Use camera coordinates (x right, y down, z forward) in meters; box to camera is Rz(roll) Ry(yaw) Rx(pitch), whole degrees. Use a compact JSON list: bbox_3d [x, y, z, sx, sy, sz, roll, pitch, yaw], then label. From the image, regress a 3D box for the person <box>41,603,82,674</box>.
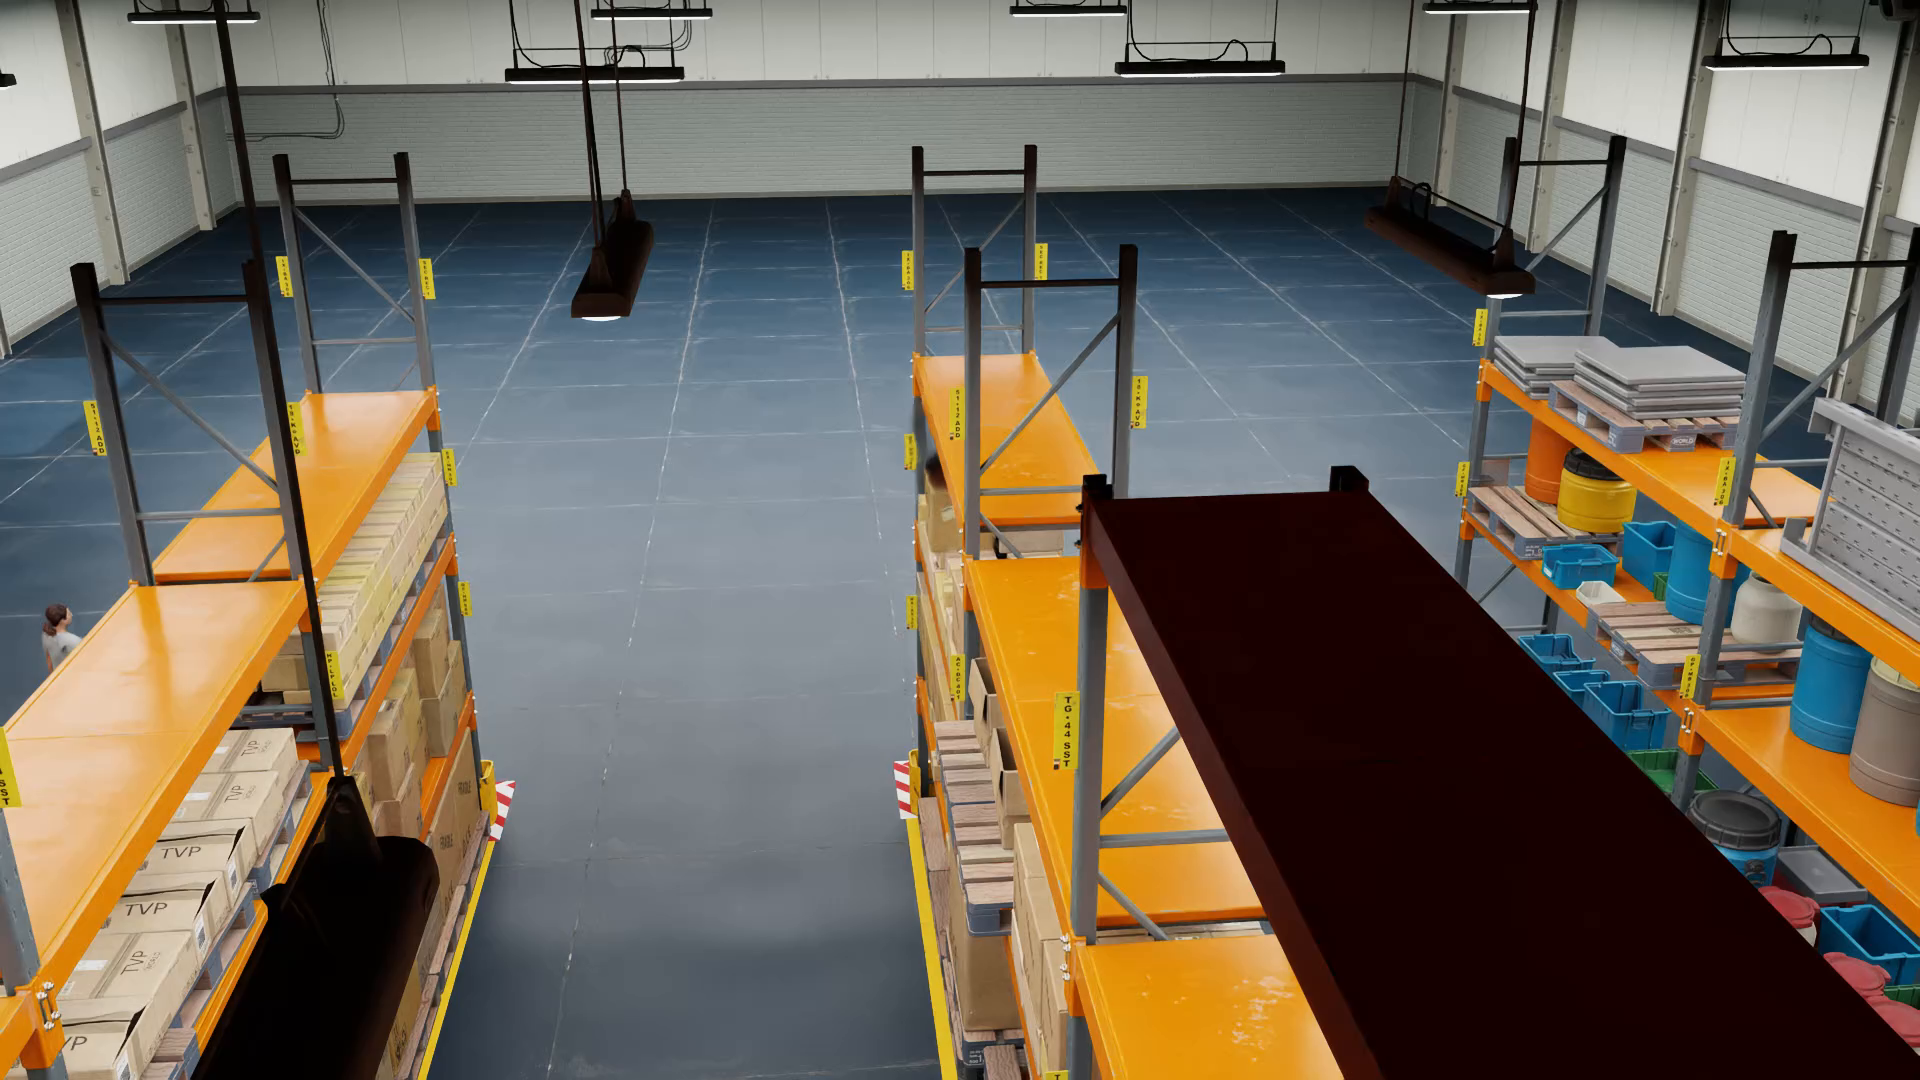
[{"bbox_3d":[-8.518,1.357,15.965,0.557,1.690,0.444,10,24,24],"label":"person"}]
